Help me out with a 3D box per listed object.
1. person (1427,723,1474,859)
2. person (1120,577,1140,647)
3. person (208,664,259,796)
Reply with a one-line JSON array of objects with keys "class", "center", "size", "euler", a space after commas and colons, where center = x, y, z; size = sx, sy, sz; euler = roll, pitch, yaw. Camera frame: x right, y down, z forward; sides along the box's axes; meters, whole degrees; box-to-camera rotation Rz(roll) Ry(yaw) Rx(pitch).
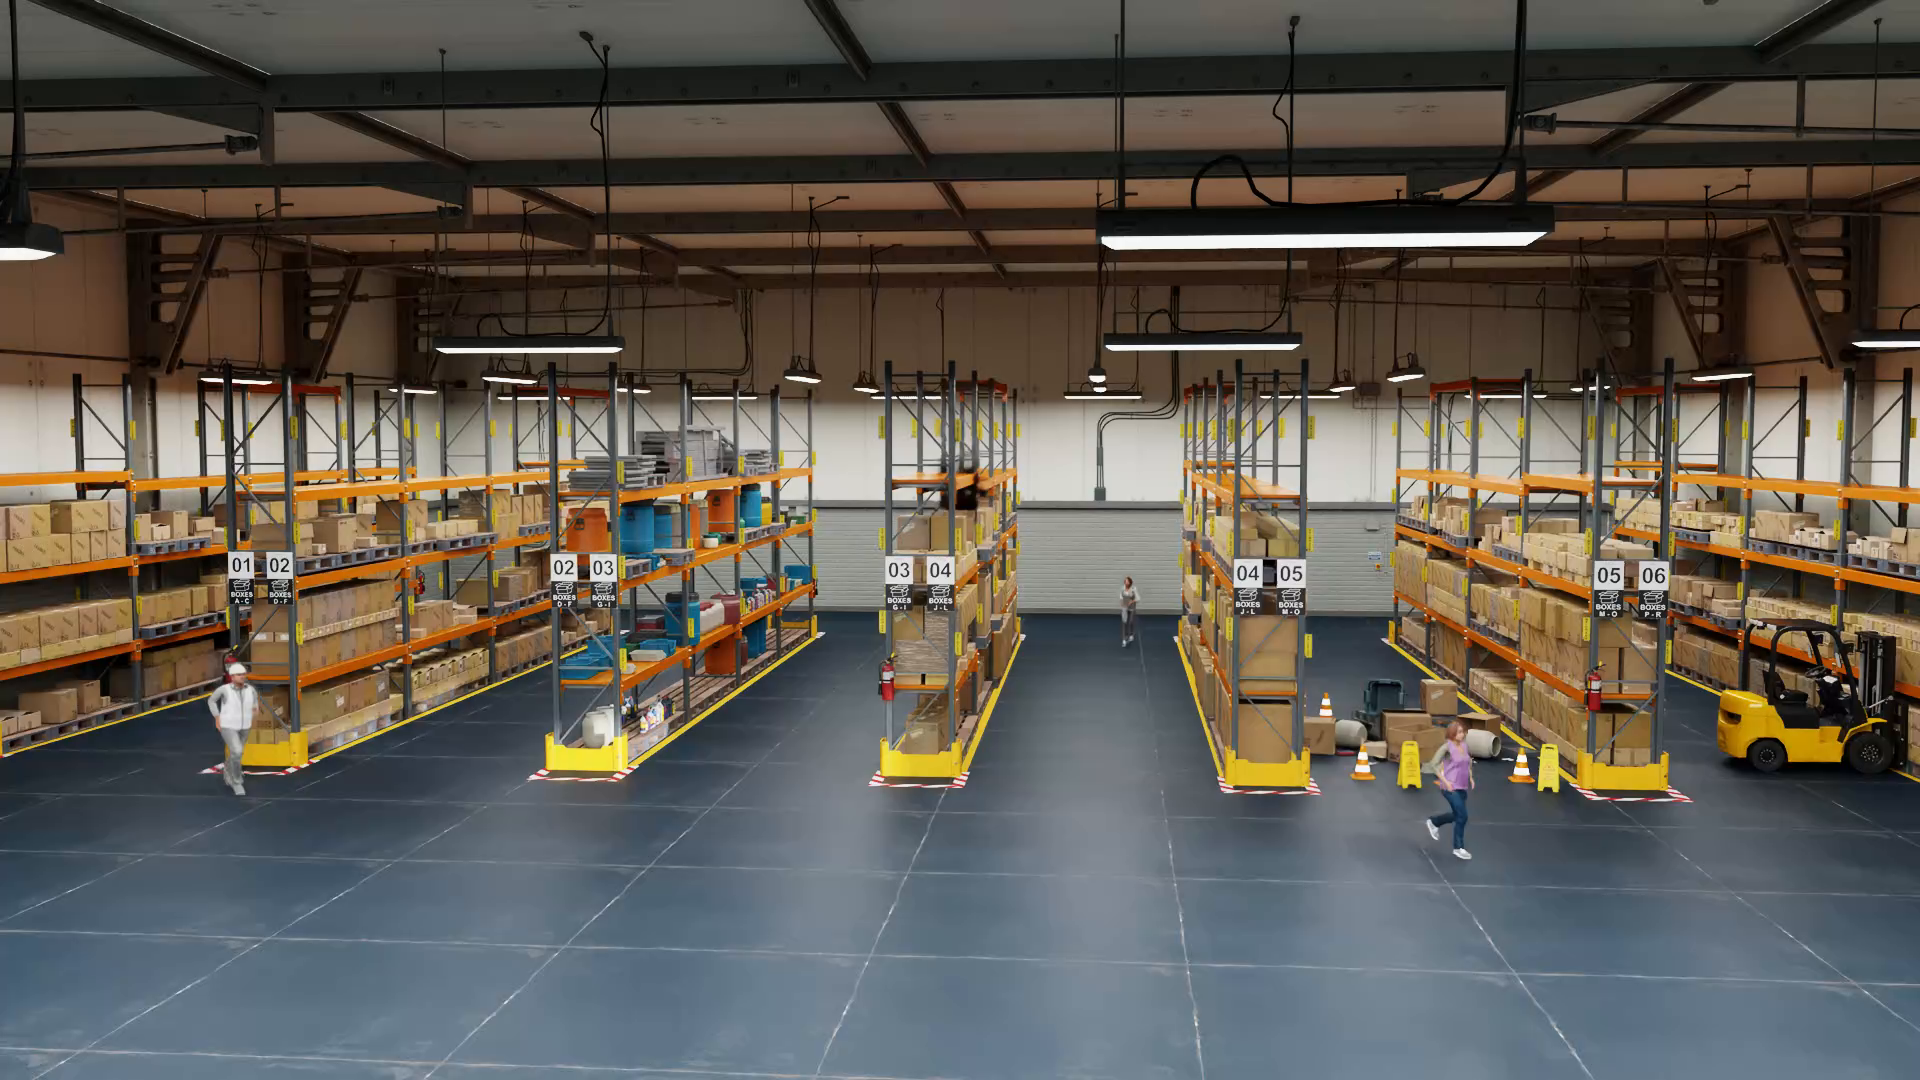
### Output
[{"class": "person", "center": [5.789, 2.933, 19.688], "size": [0.557, 1.577, 0.705], "euler": [-3, 5, -35]}, {"class": "person", "center": [3.974, 1.654, 38.837], "size": [0.503, 1.613, 0.777], "euler": [1, 4, 15]}, {"class": "person", "center": [-10.035, 2.613, 23.071], "size": [0.873, 1.816, 0.597], "euler": [3, 5, 35]}]
